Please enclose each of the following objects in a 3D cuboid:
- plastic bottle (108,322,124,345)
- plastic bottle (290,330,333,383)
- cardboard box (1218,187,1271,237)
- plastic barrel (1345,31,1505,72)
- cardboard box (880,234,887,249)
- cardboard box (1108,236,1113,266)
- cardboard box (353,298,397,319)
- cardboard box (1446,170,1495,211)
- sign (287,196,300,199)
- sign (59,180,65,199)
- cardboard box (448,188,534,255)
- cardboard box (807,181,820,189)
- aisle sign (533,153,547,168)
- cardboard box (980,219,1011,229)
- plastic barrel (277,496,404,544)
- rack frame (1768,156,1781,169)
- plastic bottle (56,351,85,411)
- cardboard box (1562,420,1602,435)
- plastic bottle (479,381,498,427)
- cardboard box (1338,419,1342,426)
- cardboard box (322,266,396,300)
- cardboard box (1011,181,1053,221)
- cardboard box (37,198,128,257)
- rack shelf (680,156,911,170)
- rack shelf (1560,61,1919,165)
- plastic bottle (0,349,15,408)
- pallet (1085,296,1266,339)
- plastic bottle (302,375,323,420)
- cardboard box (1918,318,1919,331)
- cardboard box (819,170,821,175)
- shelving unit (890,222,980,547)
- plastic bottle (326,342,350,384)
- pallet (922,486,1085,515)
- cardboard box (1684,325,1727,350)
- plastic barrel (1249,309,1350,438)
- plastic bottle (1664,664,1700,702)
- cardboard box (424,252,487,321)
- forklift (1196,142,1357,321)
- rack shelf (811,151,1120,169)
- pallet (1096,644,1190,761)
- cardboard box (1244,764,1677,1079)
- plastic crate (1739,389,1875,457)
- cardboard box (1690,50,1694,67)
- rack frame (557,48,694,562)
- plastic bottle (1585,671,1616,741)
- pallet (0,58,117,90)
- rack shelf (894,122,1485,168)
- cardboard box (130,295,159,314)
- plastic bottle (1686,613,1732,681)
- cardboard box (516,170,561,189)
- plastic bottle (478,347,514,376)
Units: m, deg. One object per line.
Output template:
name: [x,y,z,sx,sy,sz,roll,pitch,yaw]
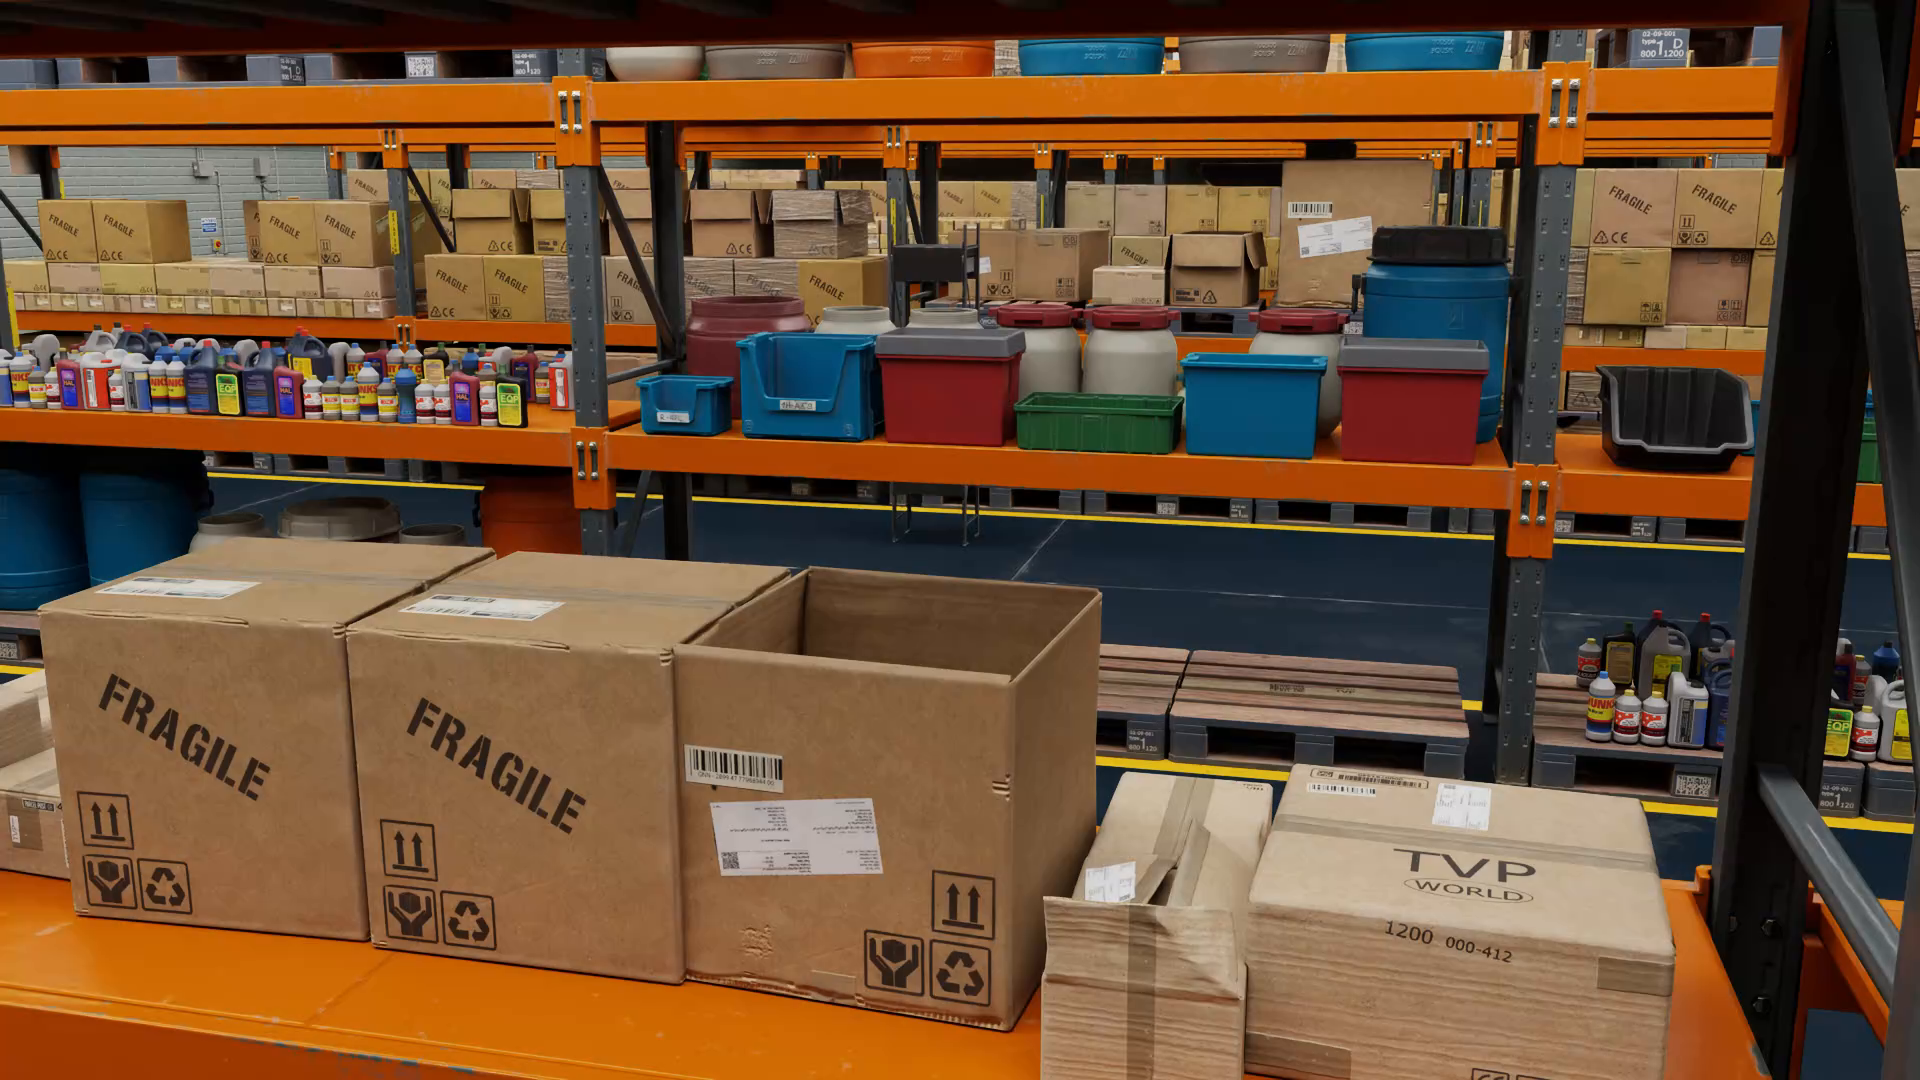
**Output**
plastic bottle: [-4.445,-0.981,8.845,0.185,0.351,0.144,3,13,14]
plastic bottle: [-3.281,-0.885,8.412,0.185,0.351,0.144,3,13,14]
cardboard box: [2.861,-3.289,16.593,0.500,0.500,0.700,3,13,13]
plastic barrel: [1.806,-2.259,6.407,0.708,0.901,0.600,3,13,14]
cardboard box: [-0.647,-3.066,17.054,0.250,0.149,0.380,3,13,13]
cardboard box: [1.313,-2.825,16.809,0.500,0.500,0.500,3,13,14]
cardboard box: [-4.603,-1.850,13.227,0.250,0.149,0.380,3,13,14]
cardboard box: [6.288,-4.308,20.501,0.500,0.500,0.700,3,13,13]
sign: [-10.787,-5.441,26.928,0.001,0.242,0.339,3,13,14]
sign: [-7.969,-3.028,14.734,0.005,0.325,0.100,3,13,14]
cardboard box: [-3.607,-2.533,13.178,0.637,0.503,0.797,3,13,12]
cardboard box: [-2.259,-4.722,23.054,0.500,0.500,0.500,3,13,14]
aisle sign: [-5.877,-5.529,23.228,0.004,0.787,0.394,3,13,14]
cardboard box: [0.356,-3.158,16.778,0.250,0.149,0.380,3,13,11]
plastic barrel: [-3.107,0.115,8.387,0.708,0.588,0.600,3,13,14]
rack frame: [9.796,-3.487,20.025,0.127,3.000,1.000,3,13,14]
plastic bottle: [-4.299,-0.772,8.059,0.133,0.283,0.061,3,13,14]
cardboard box: [4.475,-0.538,11.535,0.500,0.500,0.500,8,15,31]
plastic bottle: [-2.134,-0.621,7.565,0.097,0.201,0.097,0,13,0]
cardboard box: [2.947,-0.641,11.955,0.500,0.500,0.700,2,13,9]
cardboard box: [-4.720,-2.065,13.277,0.500,0.250,0.500,3,13,12]
cardboard box: [0.965,-4.436,21.762,0.500,0.500,0.500,3,13,15]
cardboard box: [-7.576,-2.701,14.412,0.500,0.500,0.500,3,13,14]
rack shelf: [-2.610,-6.371,27.758,4.000,0.370,1.077,3,13,14]
rack shelf: [4.293,-1.578,6.158,4.000,0.370,1.077,3,13,14]
plastic bottle: [-4.702,-0.800,8.203,0.135,0.276,0.152,3,13,14]
pallet: [1.587,-1.630,12.100,1.213,0.211,1.003,3,13,14]
plastic bottle: [-3.020,-0.668,7.778,0.097,0.201,0.097,0,13,0]
cardboard box: [6.380,-1.632,10.747,0.500,0.500,0.875,3,13,14]
cardboard box: [-2.099,-5.034,22.962,0.250,0.149,0.380,3,13,13]
shelving unit: [-0.161,-1.034,11.045,0.503,2.100,0.431,3,13,14]
plastic bottle: [-3.221,-0.878,8.554,0.135,0.276,0.152,3,13,14]
pallet: [0.413,-0.416,12.621,1.213,0.211,1.003,3,13,14]
cardboard box: [4.895,-1.354,10.990,0.250,0.149,0.380,3,13,14]
plastic barrel: [1.475,-0.731,7.290,0.433,0.535,0.433,0,13,0]
plastic bottle: [2.901,0.640,6.681,0.133,0.283,0.061,3,13,14]
cardboard box: [-3.842,-1.998,13.083,0.500,0.500,0.500,3,13,14]
forklift: [2.395,-1.973,13.360,3.031,2.935,1.130,3,13,12]
rack shelf: [0.088,-5.119,22.117,4.000,0.370,1.077,3,13,14]
pallet: [0.392,0.697,7.605,1.213,0.211,1.003,3,13,14]
cardboard box: [0.673,0.529,2.269,0.500,0.250,0.500,4,13,17]
plastic crate: [3.491,-0.496,6.888,0.616,0.251,0.499,3,13,14]
cardboard box: [4.799,-3.061,10.605,0.250,0.149,0.380,3,13,12]
rack frame: [-1.532,-0.777,7.809,0.127,3.000,1.000,3,13,14]
plastic bottle: [2.556,0.657,6.631,0.097,0.271,0.097,0,13,0]
pallet: [-4.631,-2.336,8.349,1.003,0.211,1.213,3,13,14]
rack shelf: [1.597,-2.828,11.788,4.000,0.370,1.077,3,13,14]
cardboard box: [-6.598,-1.957,13.707,0.250,0.149,0.380,3,13,13]
plastic bottle: [3.232,0.492,7.190,0.185,0.351,0.144,2,13,11]
cardboard box: [-4.460,-3.768,18.068,0.500,0.500,0.500,3,13,15]
plastic bottle: [-2.324,-0.830,8.338,0.135,0.276,0.152,3,13,14]
